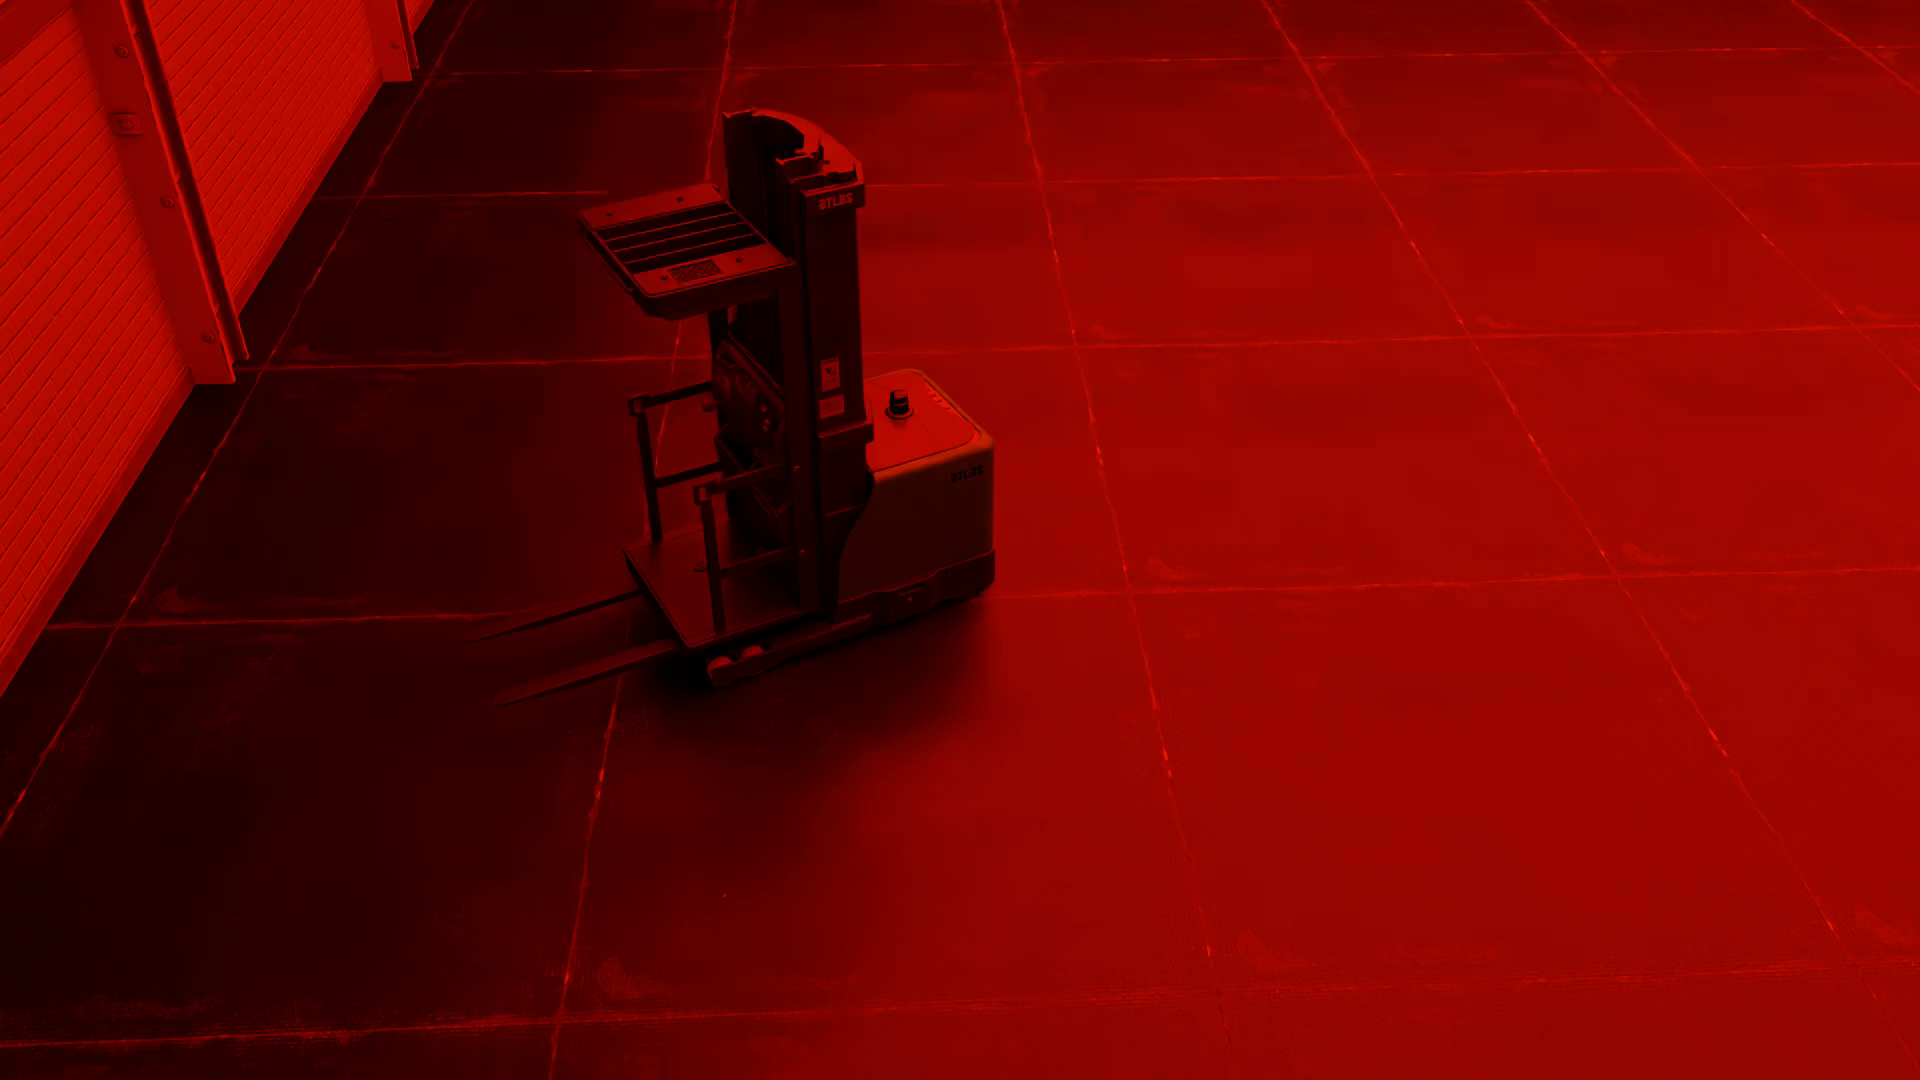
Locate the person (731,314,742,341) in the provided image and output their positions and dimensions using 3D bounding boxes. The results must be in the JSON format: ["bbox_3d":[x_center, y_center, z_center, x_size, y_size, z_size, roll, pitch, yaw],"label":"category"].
[{"bbox_3d":[-1.309,-1.595,11.390,0.713,1.633,0.610,7,37,10],"label":"person"}]

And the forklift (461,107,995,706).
[{"bbox_3d":[-1.331,-0.719,8.997,3.031,2.935,1.130,-18,40,-23],"label":"forklift"}]
